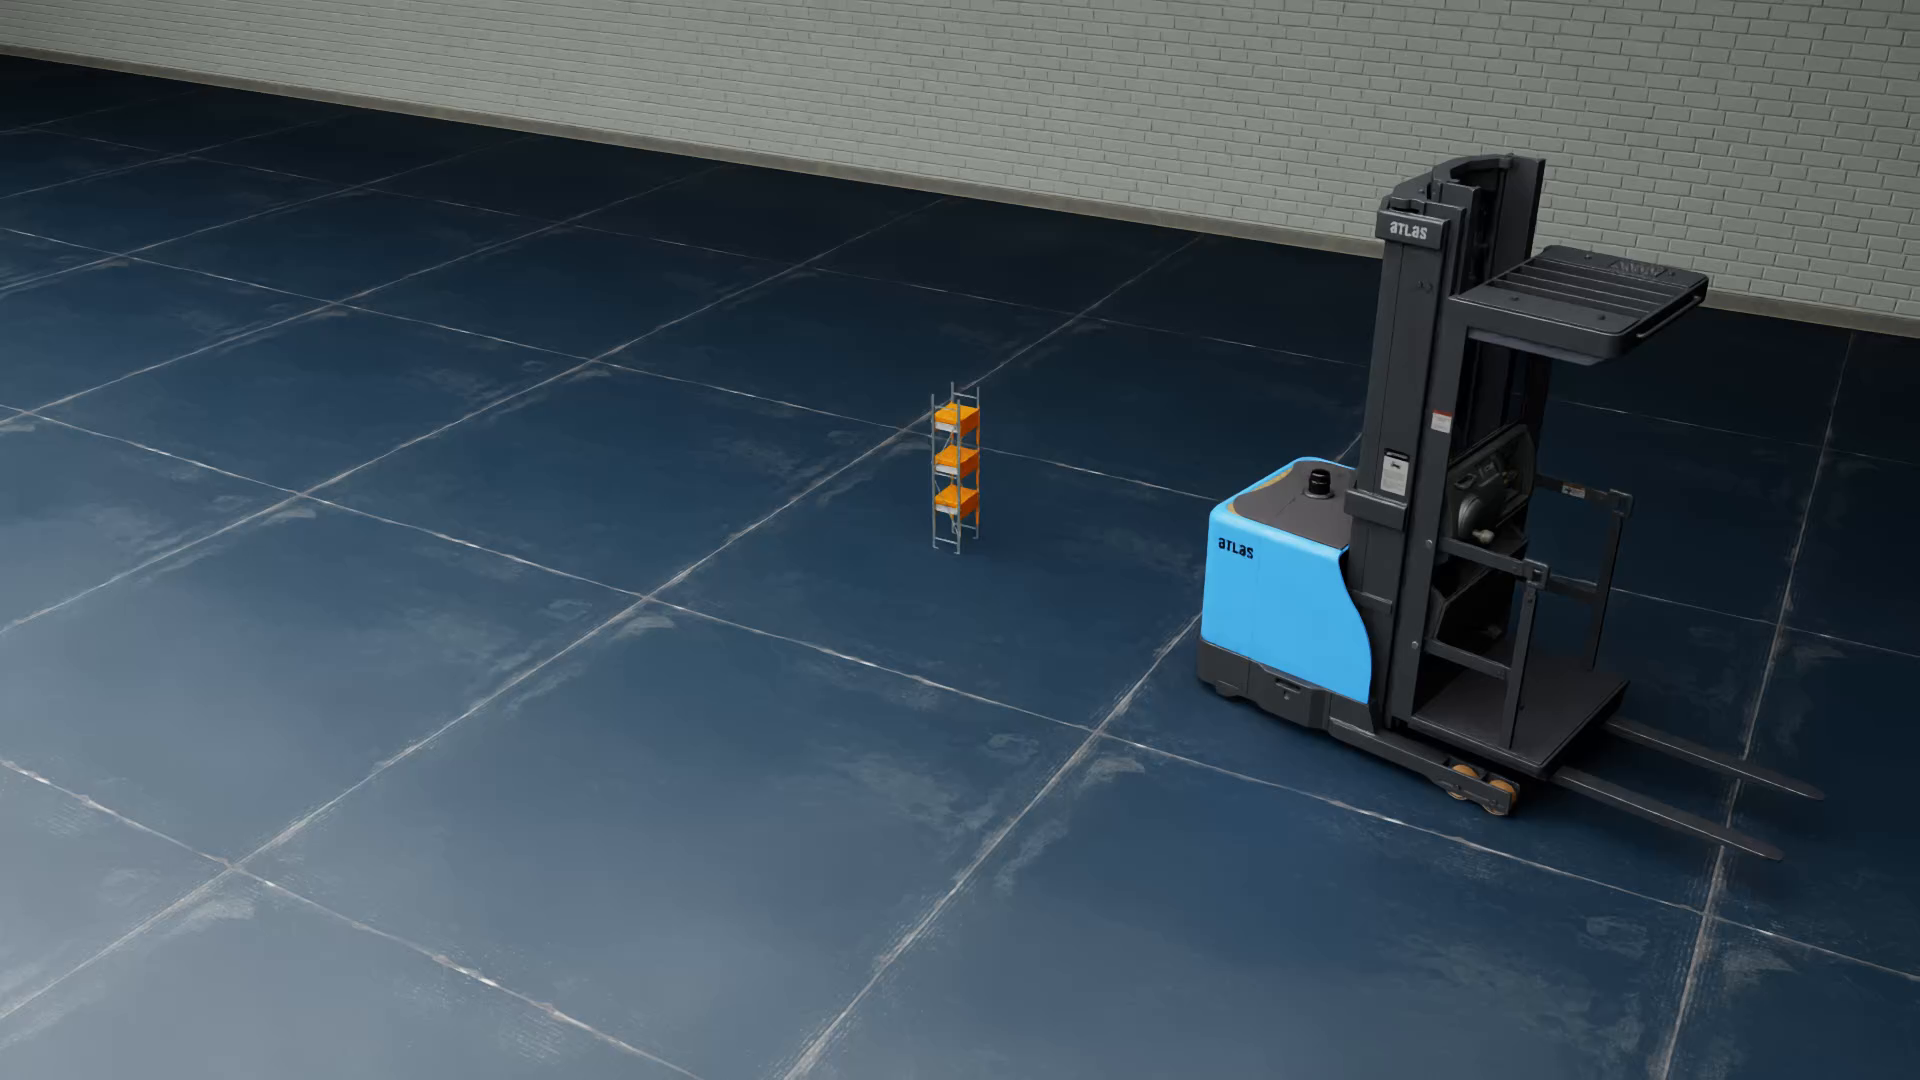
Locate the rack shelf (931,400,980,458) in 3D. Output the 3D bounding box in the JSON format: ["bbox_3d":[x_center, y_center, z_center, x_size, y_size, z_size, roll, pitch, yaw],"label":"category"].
[{"bbox_3d":[-0.026,-0.693,10.351,0.215,0.259,0.240,14,30,26],"label":"rack shelf"}]

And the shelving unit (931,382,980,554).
[{"bbox_3d":[-0.026,-0.449,10.473,0.215,1.050,0.252,14,30,26],"label":"shelving unit"}]

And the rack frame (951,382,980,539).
[{"bbox_3d":[0.034,-0.496,10.568,0.200,1.050,0.008,14,30,26],"label":"rack frame"}]

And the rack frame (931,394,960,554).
[{"bbox_3d":[-0.086,-0.401,10.378,0.200,1.050,0.008,14,30,26],"label":"rack frame"}]

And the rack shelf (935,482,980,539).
[{"bbox_3d":[-0.026,-0.191,10.602,0.215,0.259,0.240,14,30,26],"label":"rack shelf"}]

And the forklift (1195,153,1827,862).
[{"bbox_3d":[2.733,-0.241,7.957,3.031,2.935,1.130,21,34,36],"label":"forklift"}]

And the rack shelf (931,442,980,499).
[{"bbox_3d":[-0.026,-0.439,10.478,0.215,0.259,0.240,14,30,26],"label":"rack shelf"}]
